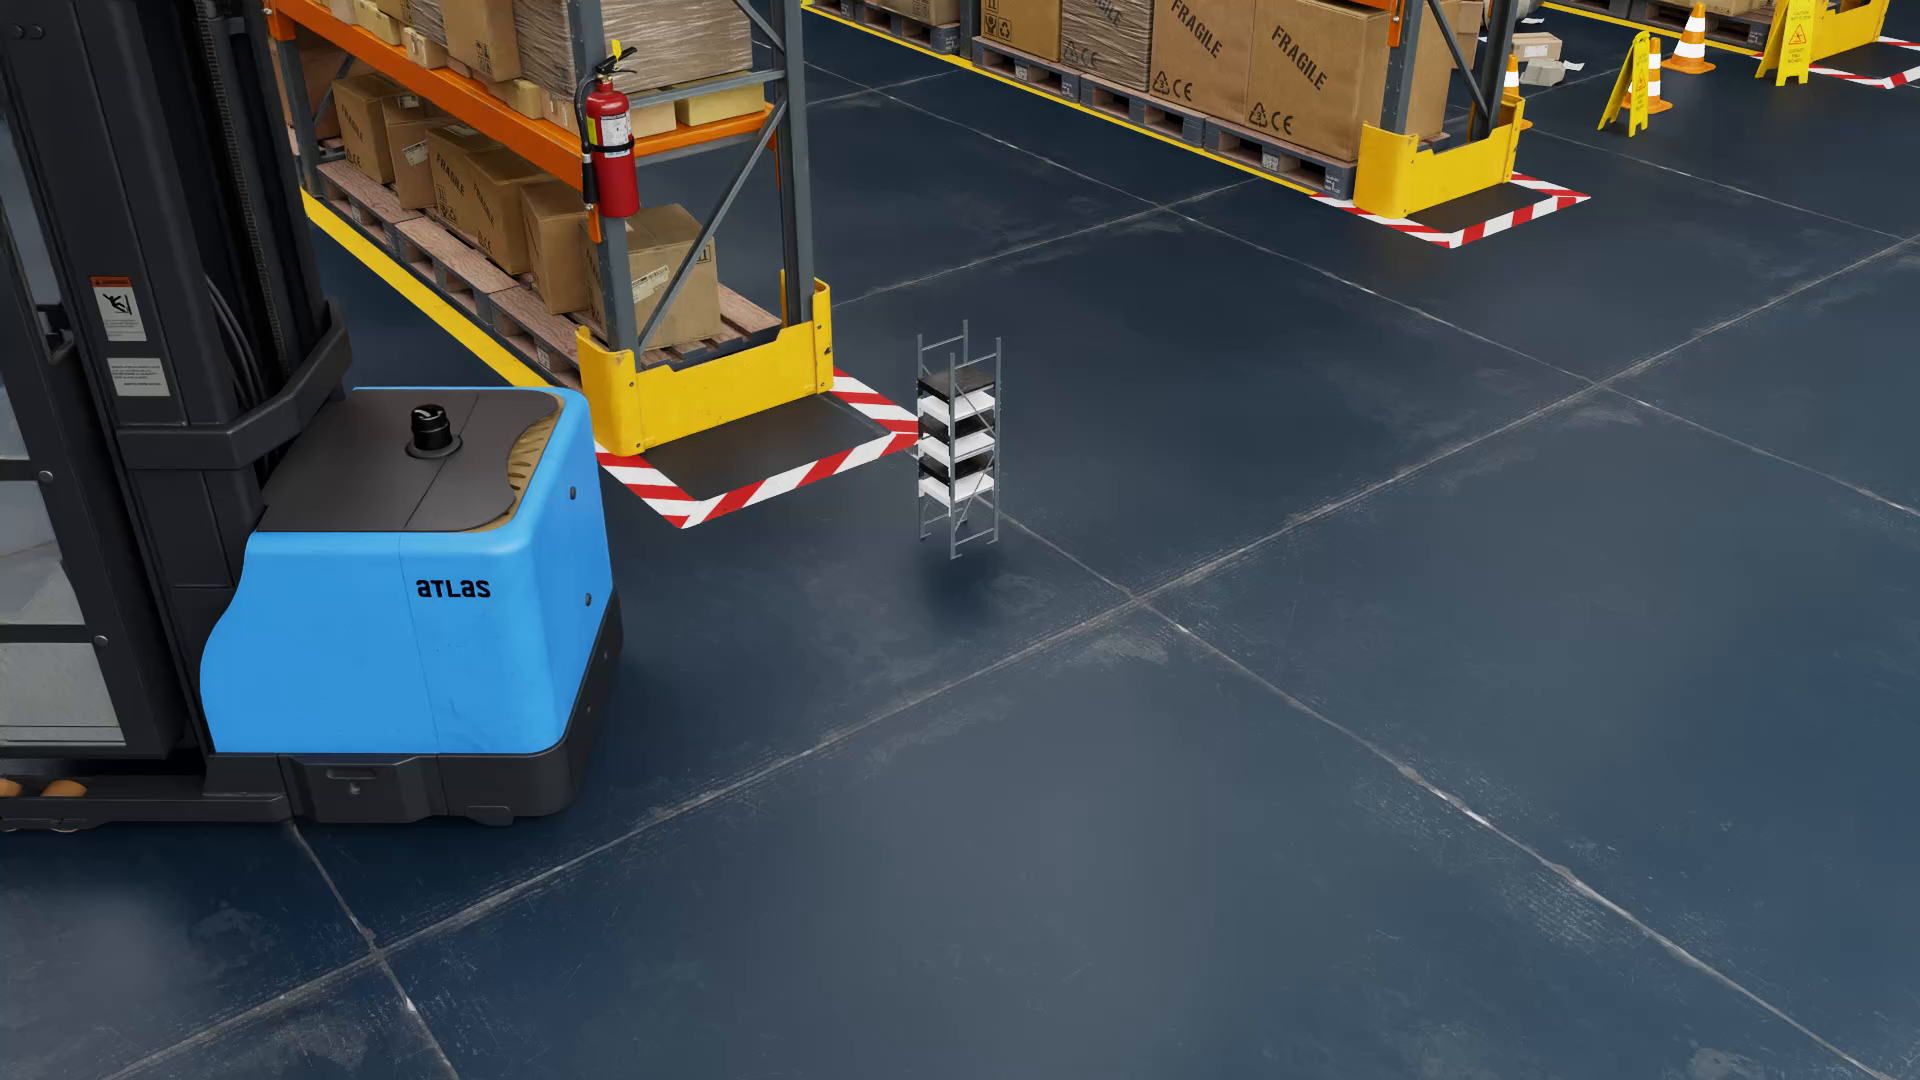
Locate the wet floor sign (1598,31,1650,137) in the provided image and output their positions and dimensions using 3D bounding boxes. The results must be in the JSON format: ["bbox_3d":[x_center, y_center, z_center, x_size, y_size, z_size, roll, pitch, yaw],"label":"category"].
[{"bbox_3d":[4.466,-3.048,11.046,0.232,0.644,0.267,26,40,35],"label":"wet floor sign"}]

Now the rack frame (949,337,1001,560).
[{"bbox_3d":[0.057,-0.343,6.450,0.240,0.900,0.006,-22,38,-31],"label":"rack frame"}]

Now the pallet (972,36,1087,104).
[{"bbox_3d":[0.836,-3.560,12.282,1.003,0.211,1.213,-22,38,-31],"label":"pallet"}]

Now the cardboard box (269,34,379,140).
[{"bbox_3d":[-3.908,-2.912,10.548,0.700,0.500,0.500,-26,40,-35],"label":"cardboard box"}]

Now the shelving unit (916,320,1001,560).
[{"bbox_3d":[-0.005,-0.386,6.518,0.258,0.900,0.210,-22,38,-31],"label":"shelving unit"}]

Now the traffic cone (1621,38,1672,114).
[{"bbox_3d":[4.781,-3.247,11.539,0.336,0.463,0.334,-22,38,-31],"label":"traffic cone"}]

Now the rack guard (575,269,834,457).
[{"bbox_3d":[-1.143,-0.827,7.607,1.175,0.500,0.348,-22,38,-31],"label":"rack guard"}]

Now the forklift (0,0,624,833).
[{"bbox_3d":[-2.735,-0.599,4.937,3.031,2.935,1.130,0,32,0],"label":"forklift"}]

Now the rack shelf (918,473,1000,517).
[{"bbox_3d":[-0.005,-0.204,6.631,0.258,0.077,0.200,-22,38,-31],"label":"rack shelf"}]

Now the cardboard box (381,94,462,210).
[{"bbox_3d":[-2.978,-2.225,9.460,0.500,0.500,0.500,-11,33,-16],"label":"cardboard box"}]

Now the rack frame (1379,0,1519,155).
[{"bbox_3d":[2.884,-3.420,9.413,1.000,3.000,0.127,-22,38,-31],"label":"rack frame"}]

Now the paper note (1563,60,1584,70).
[{"bbox_3d":[4.580,-3.552,12.440,0.142,0.019,0.148,18,36,27],"label":"paper note"}]

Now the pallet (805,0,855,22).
[{"bbox_3d":[-0.854,-4.708,14.130,1.003,0.211,1.213,-22,38,-31],"label":"pallet"}]

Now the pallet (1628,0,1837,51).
[{"bbox_3d":[6.215,-4.260,13.409,1.003,0.211,1.213,-22,38,-31],"label":"pallet"}]

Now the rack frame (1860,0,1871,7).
[{"bbox_3d":[6.732,-5.063,12.059,1.000,3.000,0.127,-22,38,-31],"label":"rack frame"}]

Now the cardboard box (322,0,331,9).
[{"bbox_3d":[-3.176,-2.926,8.855,0.380,0.149,0.250,-22,38,-31],"label":"cardboard box"}]

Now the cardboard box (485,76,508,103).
[{"bbox_3d":[-1.922,-2.103,7.532,0.380,0.149,0.250,-22,38,-31],"label":"cardboard box"}]

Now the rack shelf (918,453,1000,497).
[{"bbox_3d":[-0.005,-0.281,6.583,0.258,0.077,0.200,-22,38,-31],"label":"rack shelf"}]

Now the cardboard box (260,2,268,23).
[{"bbox_3d":[-4.529,-3.350,11.253,0.700,0.500,0.500,-26,40,-35],"label":"cardboard box"}]

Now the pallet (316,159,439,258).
[{"bbox_3d":[-3.109,-2.071,9.884,1.003,0.211,1.213,-22,38,-31],"label":"pallet"}]

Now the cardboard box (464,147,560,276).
[{"bbox_3d":[-2.228,-1.744,8.686,0.500,0.500,0.500,-19,36,-27],"label":"cardboard box"}]

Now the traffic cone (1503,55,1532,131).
[{"bbox_3d":[3.680,-3.023,11.178,0.336,0.463,0.334,-22,38,-31],"label":"traffic cone"}]

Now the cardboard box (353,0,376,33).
[{"bbox_3d":[-2.869,-2.717,8.520,0.380,0.149,0.250,-22,38,-31],"label":"cardboard box"}]

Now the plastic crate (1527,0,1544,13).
[{"bbox_3d":[4.594,-4.570,14.033,0.583,0.080,0.402,18,36,27],"label":"plastic crate"}]

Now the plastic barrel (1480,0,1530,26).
[{"bbox_3d":[4.269,-4.340,13.336,0.512,0.421,0.421,1,32,2],"label":"plastic barrel"}]

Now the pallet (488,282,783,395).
[{"bbox_3d":[-1.613,-1.054,8.247,1.003,0.211,1.213,-22,38,-31],"label":"pallet"}]

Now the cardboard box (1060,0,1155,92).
[{"bbox_3d":[1.317,-3.703,11.485,0.875,0.875,0.875,-22,38,-31],"label":"cardboard box"}]

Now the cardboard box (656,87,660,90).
[{"bbox_3d":[-1.221,-2.057,7.456,0.380,0.149,0.250,-22,38,-31],"label":"cardboard box"}]

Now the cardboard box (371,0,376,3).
[{"bbox_3d":[-2.657,-3.090,8.505,0.875,0.500,0.500,-22,38,-31],"label":"cardboard box"}]

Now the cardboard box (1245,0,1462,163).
[{"bbox_3d":[2.416,-2.957,10.283,0.875,0.875,0.875,-22,38,-31],"label":"cardboard box"}]

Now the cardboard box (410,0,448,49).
[{"bbox_3d":[-2.086,-2.656,7.806,0.875,0.500,0.500,-22,38,-31],"label":"cardboard box"}]

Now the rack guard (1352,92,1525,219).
[{"bbox_3d":[2.899,-2.348,10.056,1.175,0.500,0.348,-22,38,-31],"label":"rack guard"}]

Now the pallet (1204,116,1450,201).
[{"bbox_3d":[2.332,-2.543,10.644,1.003,0.211,1.213,-22,38,-31],"label":"pallet"}]

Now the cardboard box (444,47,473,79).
[{"bbox_3d":[-2.213,-2.318,7.877,0.380,0.149,0.250,-22,38,-31],"label":"cardboard box"}]

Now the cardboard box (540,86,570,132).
[{"bbox_3d":[-1.587,-1.907,7.215,0.380,0.149,0.250,-22,38,-31],"label":"cardboard box"}]

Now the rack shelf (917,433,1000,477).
[{"bbox_3d":[-0.005,-0.357,6.536,0.258,0.077,0.200,-22,38,-31],"label":"rack shelf"}]

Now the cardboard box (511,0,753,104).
[{"bbox_3d":[-1.412,-2.264,7.175,0.875,0.500,0.500,-22,38,-31],"label":"cardboard box"}]

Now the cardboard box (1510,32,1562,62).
[{"bbox_3d":[4.333,-3.745,12.638,0.380,0.149,0.250,-4,32,-7],"label":"cardboard box"}]

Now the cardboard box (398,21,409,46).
[{"bbox_3d":[-2.535,-2.520,8.203,0.380,0.149,0.250,-22,38,-31],"label":"cardboard box"}]

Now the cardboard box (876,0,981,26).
[{"bbox_3d":[-0.021,-4.539,12.949,1.050,0.750,0.750,-22,38,-32],"label":"cardboard box"}]

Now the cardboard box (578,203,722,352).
[{"bbox_3d":[-1.466,-1.239,7.873,0.500,0.500,0.500,-15,35,-23],"label":"cardboard box"}]

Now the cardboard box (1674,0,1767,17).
[{"bbox_3d":[6.009,-4.333,13.092,0.500,0.250,0.500,-22,38,-32],"label":"cardboard box"}]

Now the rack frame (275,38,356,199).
[{"bbox_3d":[-3.549,-3.524,9.581,1.000,3.000,0.127,-22,38,-31],"label":"rack frame"}]

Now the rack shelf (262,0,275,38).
[{"bbox_3d":[-4.775,-4.052,11.113,1.077,0.370,4.000,-22,38,-31],"label":"rack shelf"}]
